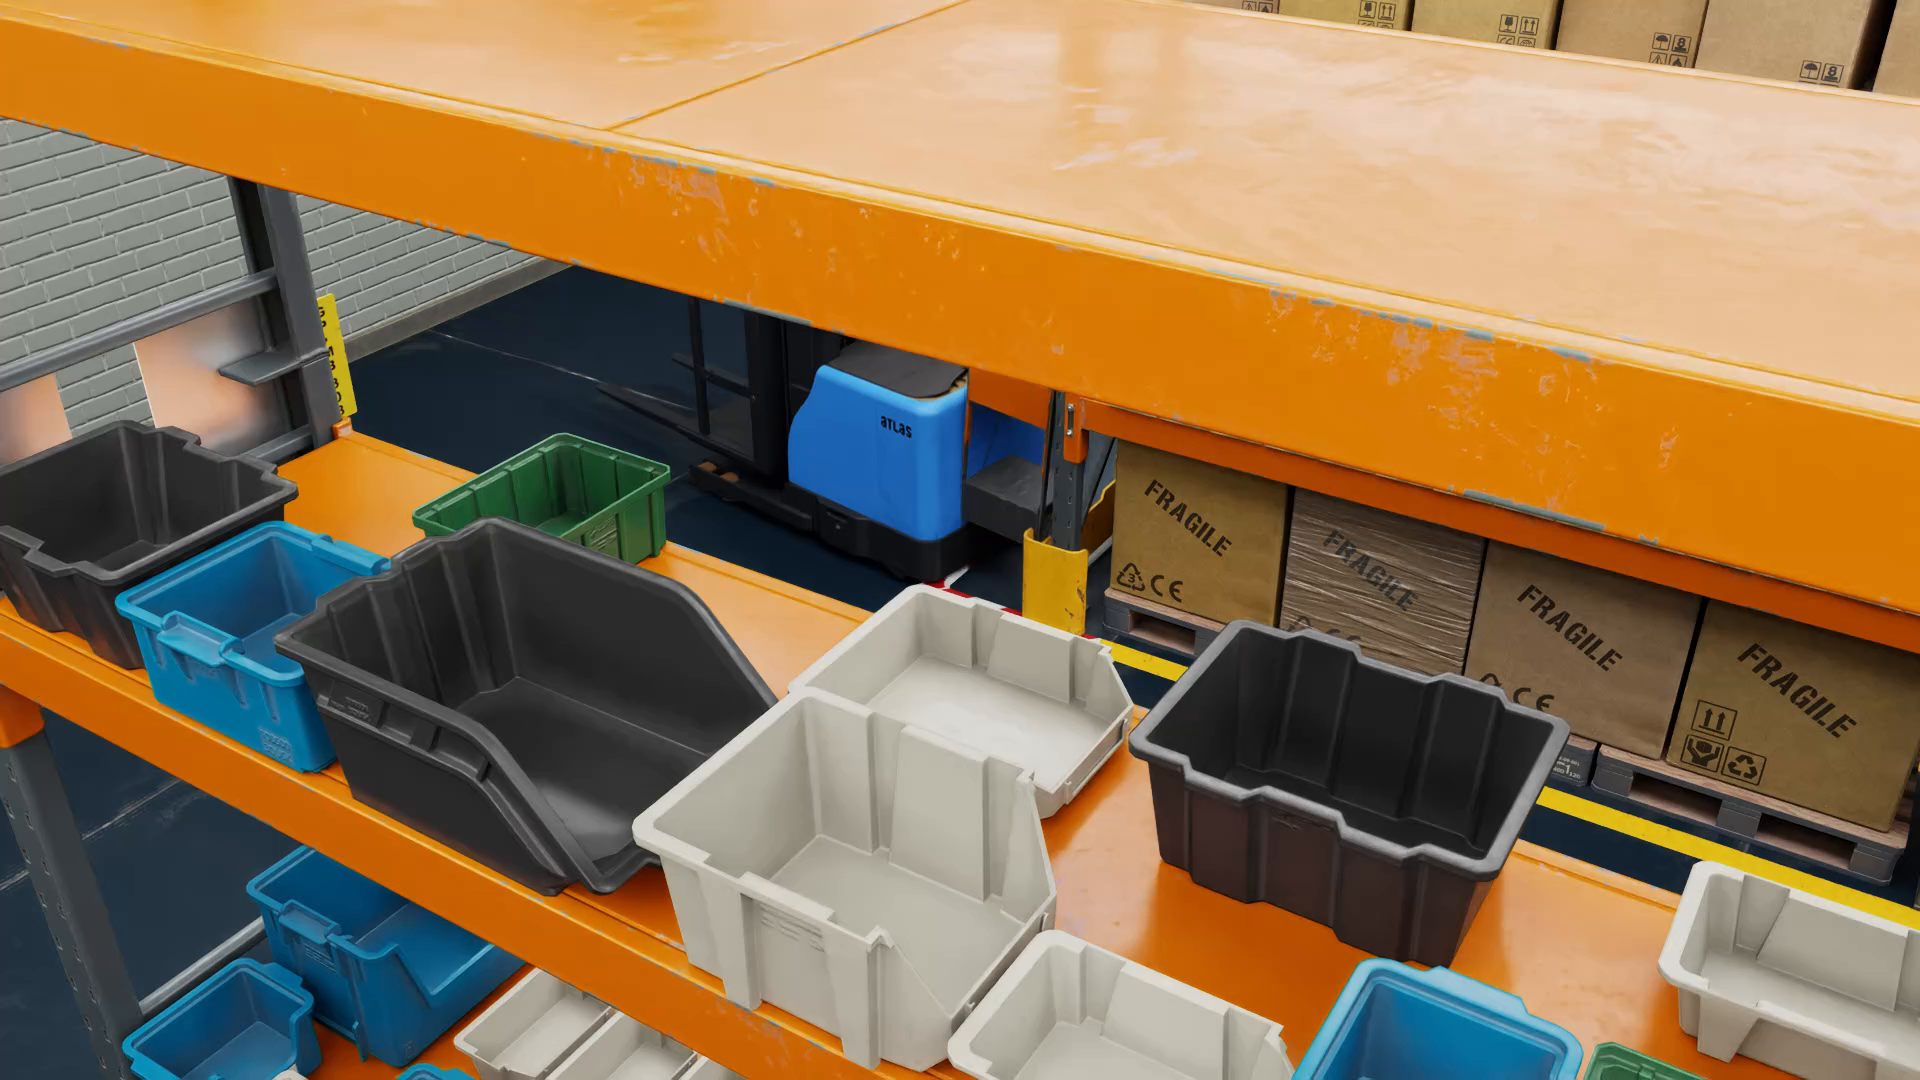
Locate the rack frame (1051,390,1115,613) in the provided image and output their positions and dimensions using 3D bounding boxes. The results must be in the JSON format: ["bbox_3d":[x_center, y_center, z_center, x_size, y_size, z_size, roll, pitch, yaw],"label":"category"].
[{"bbox_3d":[0.770,-1.076,8.117,0.127,3.000,1.000,18,35,27],"label":"rack frame"}]

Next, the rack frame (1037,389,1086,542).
[{"bbox_3d":[0.549,-0.626,8.256,0.015,2.100,0.400,24,38,27],"label":"rack frame"}]

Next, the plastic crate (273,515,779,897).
[{"bbox_3d":[-0.715,0.296,2.851,0.767,0.338,0.504,18,35,27],"label":"plastic crate"}]

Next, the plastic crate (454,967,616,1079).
[{"bbox_3d":[-1.076,1.267,4.303,0.243,0.136,0.396,18,35,27],"label":"plastic crate"}]

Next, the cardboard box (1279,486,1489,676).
[{"bbox_3d":[2.126,0.042,7.894,0.875,0.875,0.875,18,35,27],"label":"cardboard box"}]

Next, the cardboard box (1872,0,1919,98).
[{"bbox_3d":[3.464,-1.752,5.684,0.500,0.500,0.700,15,34,25],"label":"cardboard box"}]

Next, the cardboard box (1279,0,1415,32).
[{"bbox_3d":[1.652,-2.320,6.659,0.500,0.500,0.700,16,34,26],"label":"cardboard box"}]

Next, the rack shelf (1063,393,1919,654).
[{"bbox_3d":[2.464,-0.229,7.380,4.000,0.370,1.077,18,35,27],"label":"rack shelf"}]

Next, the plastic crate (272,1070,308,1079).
[{"bbox_3d":[-1.601,1.454,3.983,0.298,0.136,0.250,18,35,27],"label":"plastic crate"}]

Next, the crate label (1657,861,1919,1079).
[{"bbox_3d":[1.264,0.674,2.404,0.466,0.136,0.293,18,35,27],"label":"crate label"}]

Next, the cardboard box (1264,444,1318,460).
[{"bbox_3d":[1.552,-0.525,7.423,0.250,0.149,0.380,17,34,27],"label":"cardboard box"}]

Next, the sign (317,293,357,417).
[{"bbox_3d":[-1.584,-0.451,4.174,0.005,0.325,0.100,18,35,27],"label":"sign"}]

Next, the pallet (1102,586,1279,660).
[{"bbox_3d":[1.489,0.310,8.510,1.213,0.211,1.003,18,35,27],"label":"pallet"}]

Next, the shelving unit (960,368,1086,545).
[{"bbox_3d":[0.351,-0.713,8.368,0.503,2.100,0.431,24,38,27],"label":"shelving unit"}]

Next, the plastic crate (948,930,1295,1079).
[{"bbox_3d":[0.246,0.750,2.273,0.466,0.136,0.293,18,35,27],"label":"plastic crate"}]

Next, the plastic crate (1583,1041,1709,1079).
[{"bbox_3d":[1.006,0.921,1.928,0.662,0.188,0.450,18,35,27],"label":"plastic crate"}]

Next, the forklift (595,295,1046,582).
[{"bbox_3d":[-0.944,-1.666,9.197,3.031,2.935,1.130,24,38,35],"label":"forklift"}]

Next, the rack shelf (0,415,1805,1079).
[{"bbox_3d":[-0.169,0.589,3.001,4.000,0.370,1.077,18,35,27],"label":"rack shelf"}]

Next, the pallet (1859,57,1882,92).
[{"bbox_3d":[3.471,-1.485,5.930,1.213,0.211,1.003,18,35,27],"label":"pallet"}]

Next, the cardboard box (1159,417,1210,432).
[{"bbox_3d":[1.114,-0.663,7.659,0.250,0.149,0.380,17,34,27],"label":"cardboard box"}]

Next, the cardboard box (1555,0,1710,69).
[{"bbox_3d":[2.643,-2.098,6.278,0.500,0.500,0.700,19,35,29],"label":"cardboard box"}]

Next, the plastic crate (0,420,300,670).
[{"bbox_3d":[-1.685,0.021,3.390,0.590,0.269,0.497,18,35,27],"label":"plastic crate"}]

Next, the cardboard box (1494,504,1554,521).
[{"bbox_3d":[2.422,-0.250,6.952,0.250,0.149,0.380,18,35,28],"label":"cardboard box"}]

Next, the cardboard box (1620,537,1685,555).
[{"bbox_3d":[2.854,-0.113,6.716,0.250,0.149,0.380,18,35,28],"label":"cardboard box"}]

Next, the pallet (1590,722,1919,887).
[{"bbox_3d":[3.556,0.963,7.389,1.213,0.211,1.003,18,35,27],"label":"pallet"}]

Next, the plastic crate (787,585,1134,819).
[{"bbox_3d":[0.019,0.304,3.037,0.530,0.136,0.437,18,35,27],"label":"plastic crate"}]

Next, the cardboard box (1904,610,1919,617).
[{"bbox_3d":[3.726,0.163,6.244,0.250,0.149,0.380,18,35,28],"label":"cardboard box"}]

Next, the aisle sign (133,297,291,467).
[{"bbox_3d":[-1.768,-0.229,4.086,0.004,0.787,0.394,18,35,27],"label":"aisle sign"}]

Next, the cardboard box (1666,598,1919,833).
[{"bbox_3d":[3.642,0.521,7.072,0.875,0.875,0.875,18,35,27],"label":"cardboard box"}]

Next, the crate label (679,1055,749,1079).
[{"bbox_3d":[-0.589,1.415,4.049,0.243,0.136,0.396,18,35,27],"label":"crate label"}]

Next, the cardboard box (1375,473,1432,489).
[{"bbox_3d":[1.986,-0.388,7.187,0.250,0.149,0.380,17,34,27],"label":"cardboard box"}]

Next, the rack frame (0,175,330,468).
[{"bbox_3d":[-1.863,-1.553,2.982,0.127,3.000,1.000,18,35,27],"label":"rack frame"}]

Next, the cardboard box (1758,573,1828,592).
[{"bbox_3d":[3.291,0.025,6.480,0.250,0.149,0.380,17,34,27],"label":"cardboard box"}]

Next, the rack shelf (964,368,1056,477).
[{"bbox_3d":[0.350,-0.702,8.375,0.480,0.518,0.431,24,38,27],"label":"rack shelf"}]
